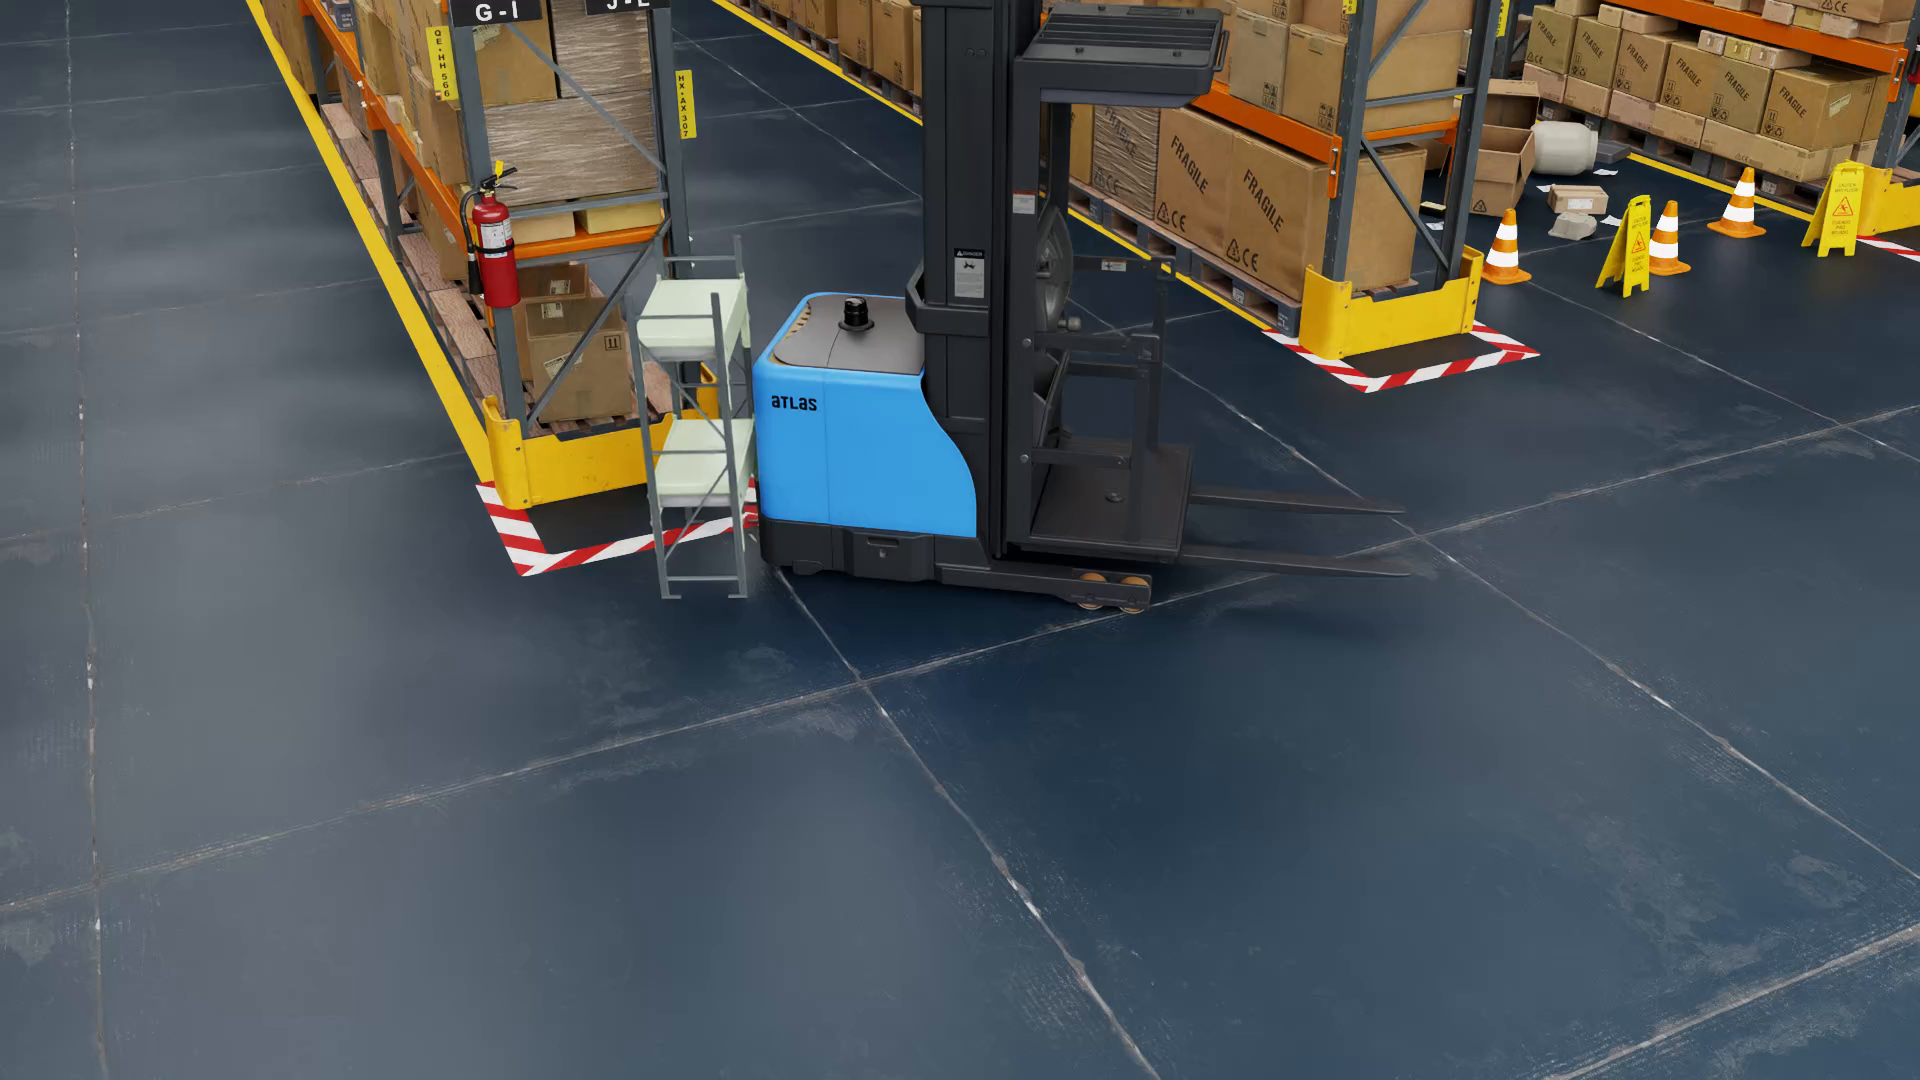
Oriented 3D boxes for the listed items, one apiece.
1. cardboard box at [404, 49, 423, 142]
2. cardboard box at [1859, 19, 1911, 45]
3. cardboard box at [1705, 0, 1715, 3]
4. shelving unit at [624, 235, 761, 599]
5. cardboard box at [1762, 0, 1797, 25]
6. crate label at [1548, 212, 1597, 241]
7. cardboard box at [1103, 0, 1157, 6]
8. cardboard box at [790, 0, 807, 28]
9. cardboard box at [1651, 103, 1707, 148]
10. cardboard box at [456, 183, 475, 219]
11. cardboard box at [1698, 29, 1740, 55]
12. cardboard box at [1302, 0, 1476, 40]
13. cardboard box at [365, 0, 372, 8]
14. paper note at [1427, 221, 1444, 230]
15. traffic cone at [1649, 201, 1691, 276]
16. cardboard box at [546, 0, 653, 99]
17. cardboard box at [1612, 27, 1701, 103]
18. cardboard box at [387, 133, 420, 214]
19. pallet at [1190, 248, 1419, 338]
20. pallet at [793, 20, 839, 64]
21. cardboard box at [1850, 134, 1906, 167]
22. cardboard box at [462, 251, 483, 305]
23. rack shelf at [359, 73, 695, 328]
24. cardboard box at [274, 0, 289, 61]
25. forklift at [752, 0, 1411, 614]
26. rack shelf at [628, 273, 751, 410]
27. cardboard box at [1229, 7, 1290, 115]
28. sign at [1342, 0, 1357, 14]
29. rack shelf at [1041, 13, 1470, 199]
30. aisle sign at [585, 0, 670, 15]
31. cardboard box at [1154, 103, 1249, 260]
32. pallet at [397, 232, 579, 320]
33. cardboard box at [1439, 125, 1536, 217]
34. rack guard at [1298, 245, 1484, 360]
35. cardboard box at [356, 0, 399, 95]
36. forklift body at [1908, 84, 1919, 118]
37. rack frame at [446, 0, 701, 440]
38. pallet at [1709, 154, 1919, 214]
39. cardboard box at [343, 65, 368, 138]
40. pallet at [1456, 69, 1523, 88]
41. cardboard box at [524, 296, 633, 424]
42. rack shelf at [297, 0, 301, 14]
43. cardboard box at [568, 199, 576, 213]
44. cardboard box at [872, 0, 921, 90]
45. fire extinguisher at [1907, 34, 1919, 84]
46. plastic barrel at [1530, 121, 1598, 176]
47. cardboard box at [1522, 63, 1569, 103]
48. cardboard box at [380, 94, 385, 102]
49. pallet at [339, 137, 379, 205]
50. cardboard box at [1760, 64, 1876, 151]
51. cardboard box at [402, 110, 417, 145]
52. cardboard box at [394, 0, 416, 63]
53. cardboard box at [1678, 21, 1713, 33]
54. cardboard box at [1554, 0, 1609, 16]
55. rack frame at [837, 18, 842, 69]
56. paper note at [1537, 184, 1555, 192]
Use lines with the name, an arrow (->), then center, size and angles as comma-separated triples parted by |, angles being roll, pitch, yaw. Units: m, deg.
cardboard box -> -2.539, -2.465, 9.172 | 0.875, 0.500, 0.500 | -13, 32, -22
cardboard box -> 6.768, -3.708, 12.053 | 0.380, 0.149, 0.250 | -12, 31, -20
cardboard box -> 6.129, -4.388, 13.265 | 0.380, 0.149, 0.250 | -13, 32, -22
shelving unit -> -1.201, -0.565, 7.715 | 0.431, 1.500, 0.755 | -1, 29, 1
cardboard box -> 6.330, -4.022, 12.613 | 0.380, 0.149, 0.250 | -13, 32, -21
crate label -> 4.522, -2.319, 12.246 | 0.298, 0.136, 0.250 | 19, 34, 30
cardboard box -> 1.528, -3.784, 11.778 | 0.875, 0.550, 0.550 | -13, 32, -22
cardboard box -> -1.478, -5.706, 17.486 | 0.500, 0.500, 0.500 | -12, 31, -20
cardboard box -> 6.087, -3.443, 13.704 | 0.500, 0.250, 0.500 | -14, 32, -24
cardboard box -> -2.398, -1.800, 8.650 | 0.380, 0.149, 0.250 | -13, 32, -22
cardboard box -> 6.107, -3.967, 13.210 | 0.380, 0.149, 0.250 | -12, 31, -20
cardboard box -> 2.570, -3.322, 9.850 | 0.875, 0.550, 0.550 | -13, 32, -22
cardboard box -> -3.366, -3.521, 10.033 | 0.500, 0.500, 0.500 | -13, 32, -22
paper note -> 3.572, -2.349, 12.409 | 0.144, 0.017, 0.142 | -3, 29, -5
traffic cone -> 4.915, -2.127, 11.570 | 0.336, 0.463, 0.334 | -13, 32, -22
cardboard box -> -1.819, -2.526, 8.260 | 0.500, 0.500, 0.500 | -13, 32, -22
cardboard box -> 5.875, -3.995, 13.922 | 0.500, 0.500, 0.500 | -11, 31, -19
cardboard box -> -3.790, -2.761, 12.213 | 0.700, 0.500, 0.500 | -16, 33, -26
pallet -> 2.280, -1.734, 11.127 | 1.003, 0.211, 1.213 | -13, 32, -22
pallet -> -1.074, -5.277, 17.444 | 1.003, 0.211, 1.213 | -13, 32, -22
cardboard box -> 7.025, -3.096, 13.086 | 0.500, 0.250, 0.500 | -13, 32, -22
cardboard box -> -2.820, -1.782, 10.488 | 0.500, 0.500, 0.500 | -16, 33, -26
rack shelf -> -2.687, -2.187, 9.818 | 1.077, 0.370, 4.000 | -13, 32, -22
cardboard box -> -5.916, -5.112, 16.042 | 1.225, 0.875, 0.875 | -13, 32, -22
forklift -> 0.612, -1.223, 7.433 | 3.031, 2.935, 1.130 | 5, 30, 9
rack shelf -> -1.209, -0.905, 7.524 | 0.431, 0.370, 0.720 | -1, 29, 1
cardboard box -> 2.238, -3.072, 10.508 | 0.875, 0.550, 0.550 | -13, 32, -22
sign -> 2.198, -3.114, 9.311 | 0.100, 0.325, 0.005 | -13, 32, -22
rack shelf -> 1.836, -3.183, 11.596 | 1.077, 0.370, 4.000 | -13, 32, -22
aisle sign -> -1.531, -2.786, 7.494 | 0.394, 0.787, 0.004 | -13, 32, -22
cardboard box -> 1.964, -2.544, 11.463 | 0.875, 0.875, 0.875 | -14, 32, -23
pallet -> -3.226, -1.878, 11.384 | 1.003, 0.211, 1.213 | -13, 32, -22
cardboard box -> 4.081, -2.853, 12.824 | 0.637, 0.503, 0.797 | 13, 32, 21
rack guard -> 2.705, -1.513, 10.437 | 1.175, 0.500, 0.348 | -13, 32, -22
cardboard box -> -3.226, -3.117, 10.336 | 0.875, 0.500, 0.500 | -13, 32, -22
forklift body -> 9.141, -4.826, 14.657 | 2.313, 2.155, 1.214 | -13, 32, -22
rack frame -> -1.829, -1.617, 8.066 | 1.000, 3.000, 0.127 | -13, 32, -22
pallet -> 6.772, -2.881, 13.172 | 1.003, 0.211, 1.213 | -13, 32, -22
cardboard box -> -4.708, -3.718, 13.920 | 0.700, 0.500, 0.500 | -16, 33, -26
pallet -> 5.069, -4.592, 16.223 | 1.003, 0.211, 1.213 | -13, 32, -22
cardboard box -> -2.082, -0.989, 9.073 | 0.500, 0.500, 0.500 | -7, 30, -13
rack shelf -> -6.122, -5.720, 16.120 | 1.077, 0.370, 4.000 | -13, 32, -22
cardboard box -> -1.826, -1.798, 8.646 | 0.380, 0.149, 0.250 | -13, 32, -22
cardboard box -> -0.182, -4.676, 15.393 | 1.050, 0.750, 0.750 | -13, 32, -21
fire extinguisher -> 6.755, -3.517, 11.533 | 0.296, 0.674, 0.183 | -13, 32, -22
plastic barrel -> 4.867, -3.168, 13.468 | 0.512, 0.421, 0.421 | 7, 30, 13
cardboard box -> 5.414, -4.131, 14.932 | 0.500, 0.250, 0.500 | -15, 32, -24
cardboard box -> -3.497, -2.898, 10.609 | 0.380, 0.149, 0.250 | -13, 32, -22
pallet -> -4.409, -3.051, 13.475 | 1.003, 0.211, 1.213 | -13, 32, -22
cardboard box -> 6.542, -3.308, 12.697 | 0.500, 0.500, 0.500 | -13, 32, -22
cardboard box -> -3.069, -2.456, 9.820 | 0.380, 0.149, 0.250 | -13, 32, -22
cardboard box -> -2.720, -2.858, 8.852 | 0.500, 0.500, 0.500 | -13, 32, -22
cardboard box -> 6.341, -4.121, 14.148 | 0.500, 0.500, 0.500 | -11, 31, -19
cardboard box -> 5.413, -4.673, 14.469 | 0.380, 0.149, 0.250 | -13, 32, -21
rack frame -> -0.740, -6.148, 16.146 | 1.000, 3.000, 0.127 | -13, 32, -22
paper note -> 4.689, -2.804, 13.231 | 0.148, 0.019, 0.142 | -3, 29, -5
